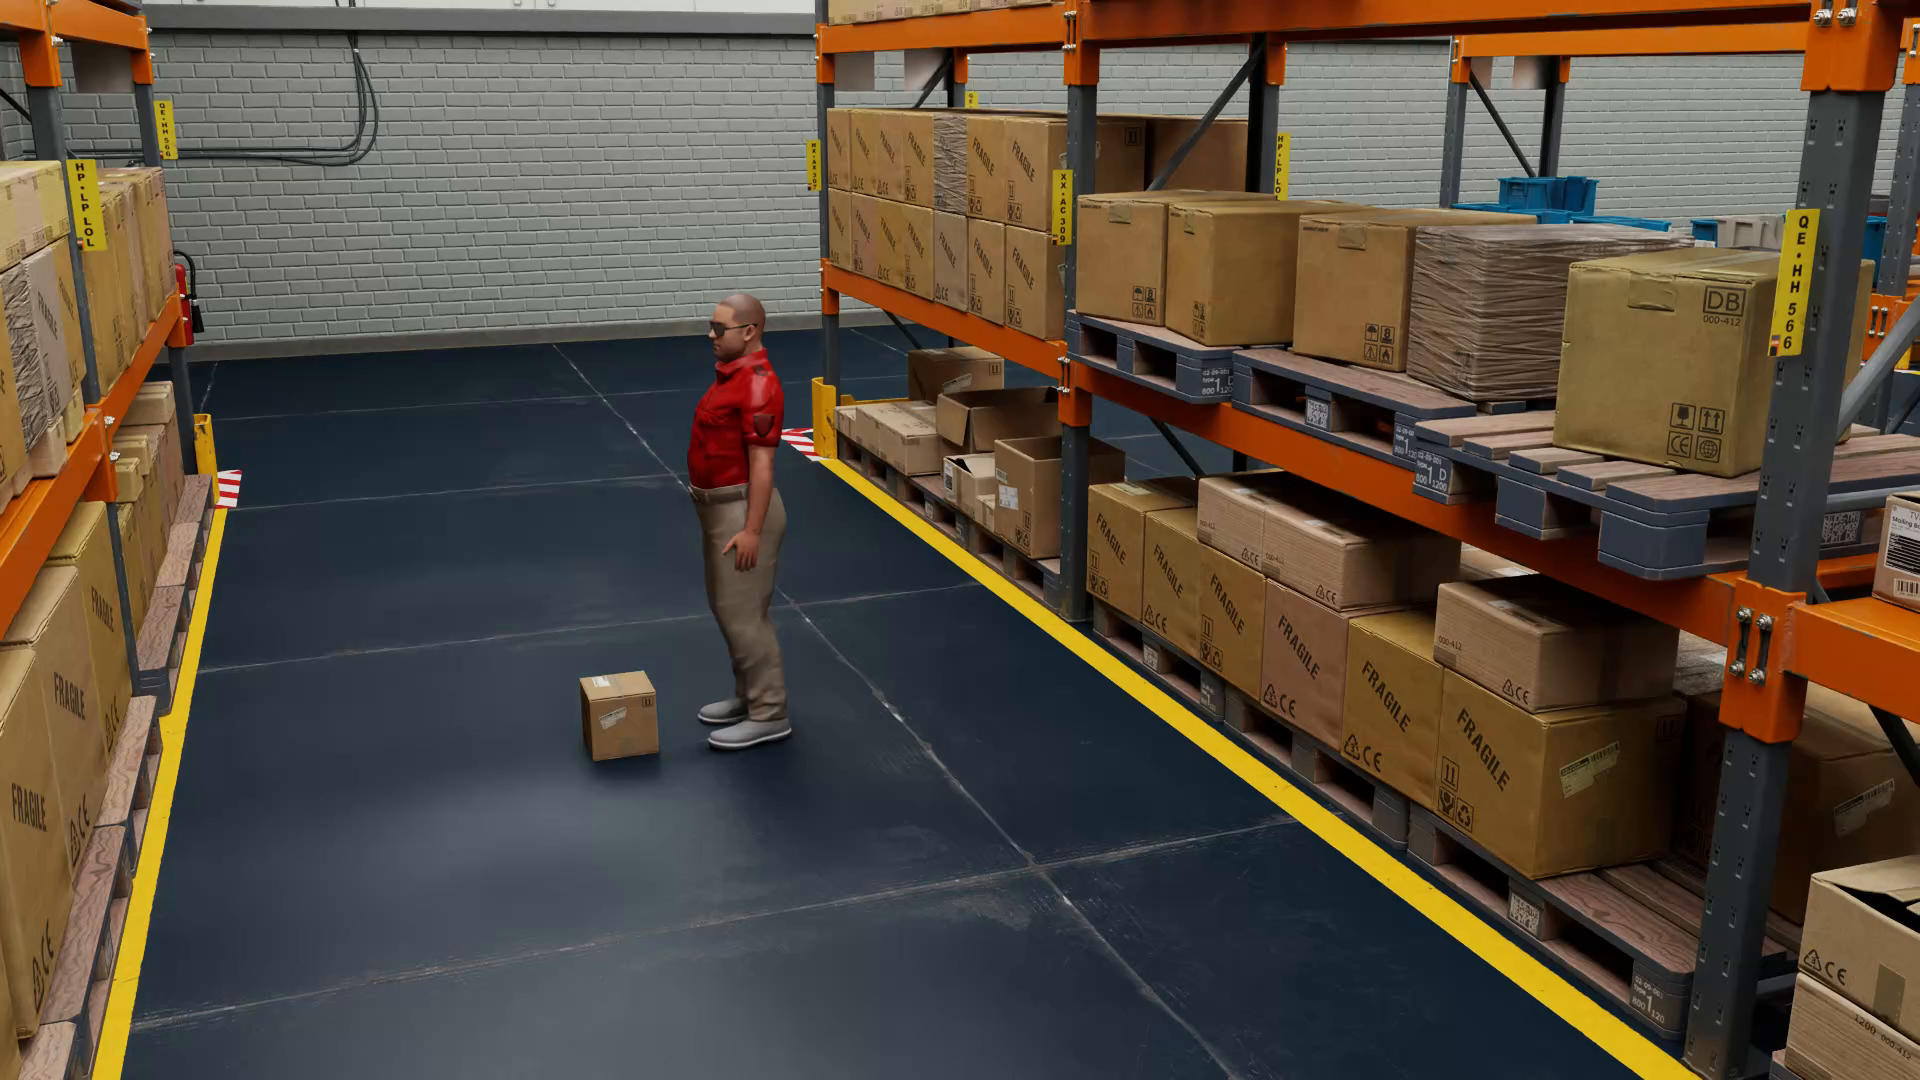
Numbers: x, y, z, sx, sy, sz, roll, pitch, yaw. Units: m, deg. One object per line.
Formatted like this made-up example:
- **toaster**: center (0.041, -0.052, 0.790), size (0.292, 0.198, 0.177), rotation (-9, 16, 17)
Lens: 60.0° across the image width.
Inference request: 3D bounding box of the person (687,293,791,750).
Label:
- **person**: center (-0.854, -0.027, 6.351), size (0.355, 1.628, 0.527), rotation (-5, 16, -19)
